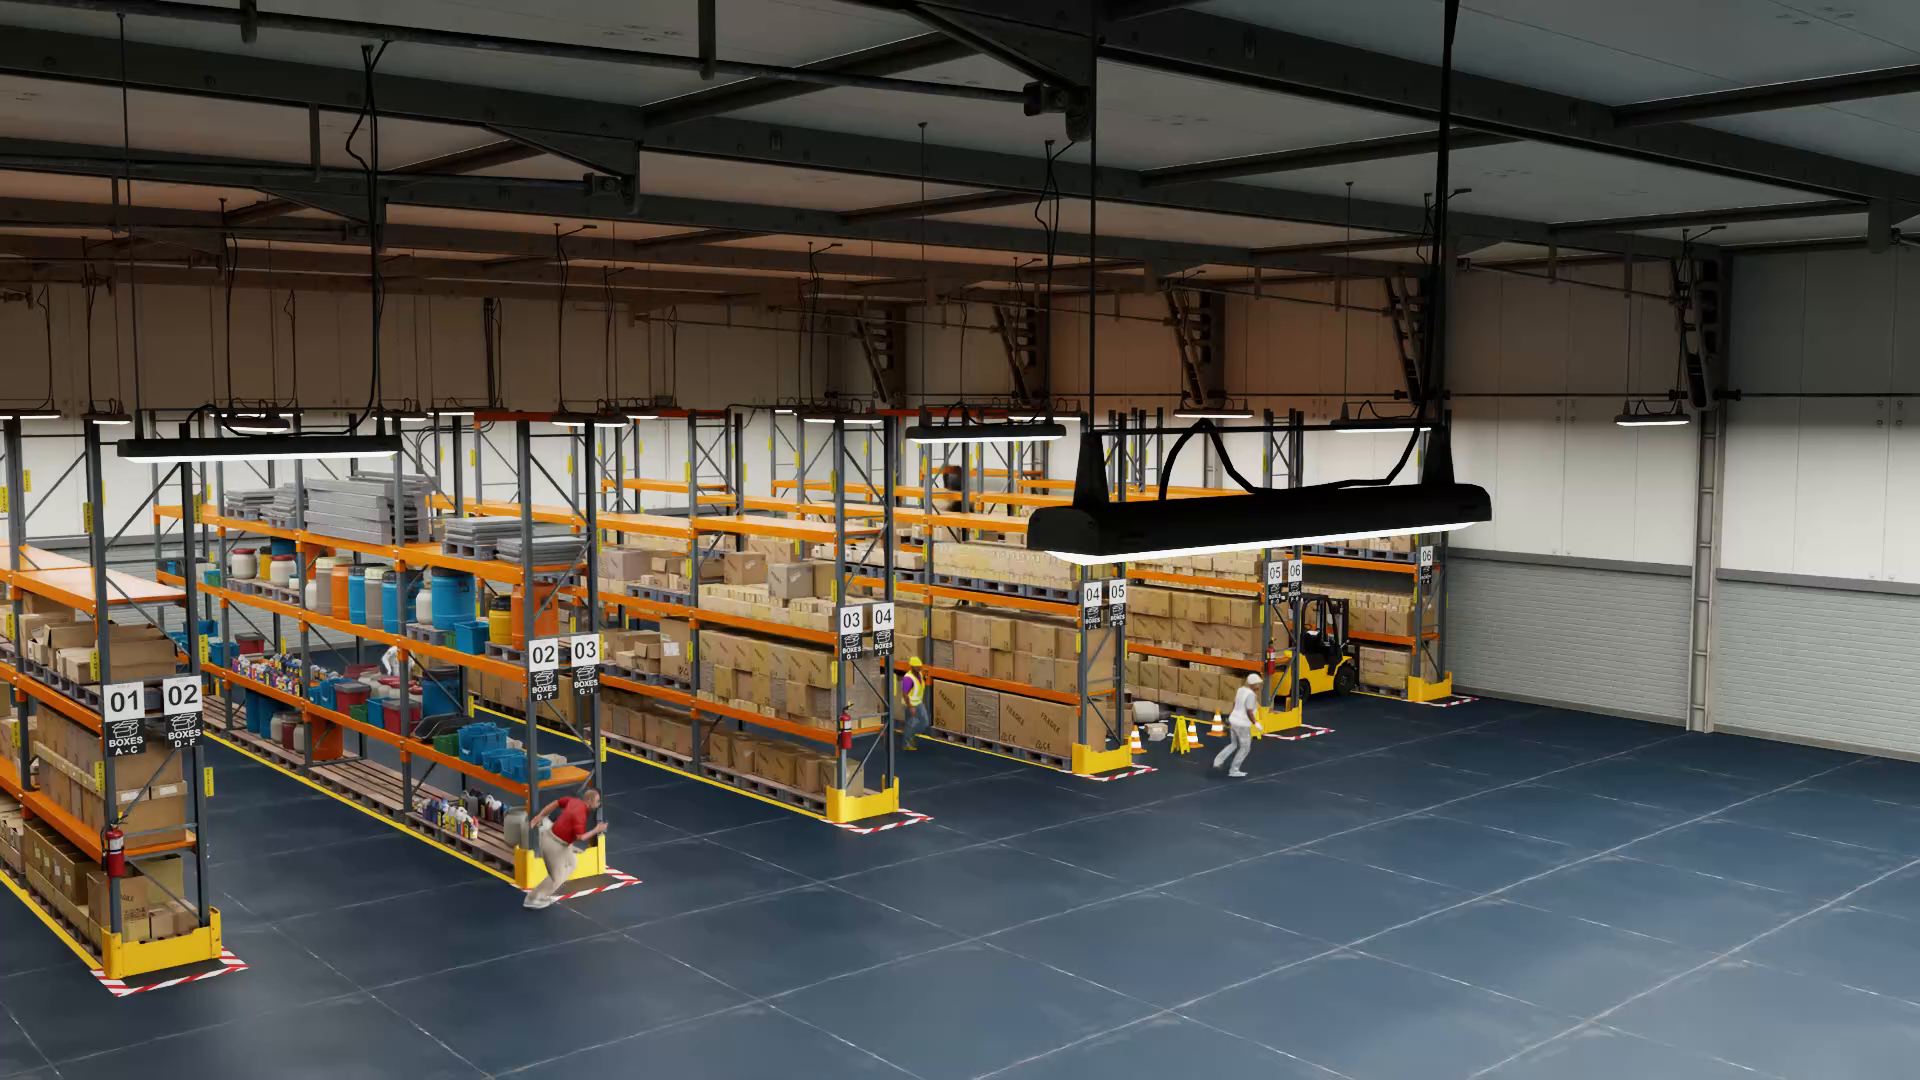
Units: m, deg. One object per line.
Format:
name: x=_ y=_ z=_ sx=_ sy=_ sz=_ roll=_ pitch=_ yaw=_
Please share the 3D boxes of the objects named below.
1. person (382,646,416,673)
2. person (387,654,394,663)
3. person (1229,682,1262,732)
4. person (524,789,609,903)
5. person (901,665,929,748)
person: x=-10.970 y=2.222 z=32.635 sx=0.444 sy=0.775 sz=0.611 roll=5 pitch=7 yaw=44
person: x=-12.717 y=2.004 z=38.193 sx=0.898 sy=1.666 sz=0.670 roll=0 pitch=5 yaw=1
person: x=4.718 y=2.711 z=27.514 sx=0.495 sy=0.939 sz=0.653 roll=-1 pitch=5 yaw=-13
person: x=-6.973 y=2.914 z=19.579 sx=5.573 sy=3.248 sz=0.689 roll=-2 pitch=5 yaw=-22
person: x=-0.837 y=2.886 z=29.366 sx=0.546 sy=1.633 sz=0.729 roll=3 pitch=6 yaw=29
